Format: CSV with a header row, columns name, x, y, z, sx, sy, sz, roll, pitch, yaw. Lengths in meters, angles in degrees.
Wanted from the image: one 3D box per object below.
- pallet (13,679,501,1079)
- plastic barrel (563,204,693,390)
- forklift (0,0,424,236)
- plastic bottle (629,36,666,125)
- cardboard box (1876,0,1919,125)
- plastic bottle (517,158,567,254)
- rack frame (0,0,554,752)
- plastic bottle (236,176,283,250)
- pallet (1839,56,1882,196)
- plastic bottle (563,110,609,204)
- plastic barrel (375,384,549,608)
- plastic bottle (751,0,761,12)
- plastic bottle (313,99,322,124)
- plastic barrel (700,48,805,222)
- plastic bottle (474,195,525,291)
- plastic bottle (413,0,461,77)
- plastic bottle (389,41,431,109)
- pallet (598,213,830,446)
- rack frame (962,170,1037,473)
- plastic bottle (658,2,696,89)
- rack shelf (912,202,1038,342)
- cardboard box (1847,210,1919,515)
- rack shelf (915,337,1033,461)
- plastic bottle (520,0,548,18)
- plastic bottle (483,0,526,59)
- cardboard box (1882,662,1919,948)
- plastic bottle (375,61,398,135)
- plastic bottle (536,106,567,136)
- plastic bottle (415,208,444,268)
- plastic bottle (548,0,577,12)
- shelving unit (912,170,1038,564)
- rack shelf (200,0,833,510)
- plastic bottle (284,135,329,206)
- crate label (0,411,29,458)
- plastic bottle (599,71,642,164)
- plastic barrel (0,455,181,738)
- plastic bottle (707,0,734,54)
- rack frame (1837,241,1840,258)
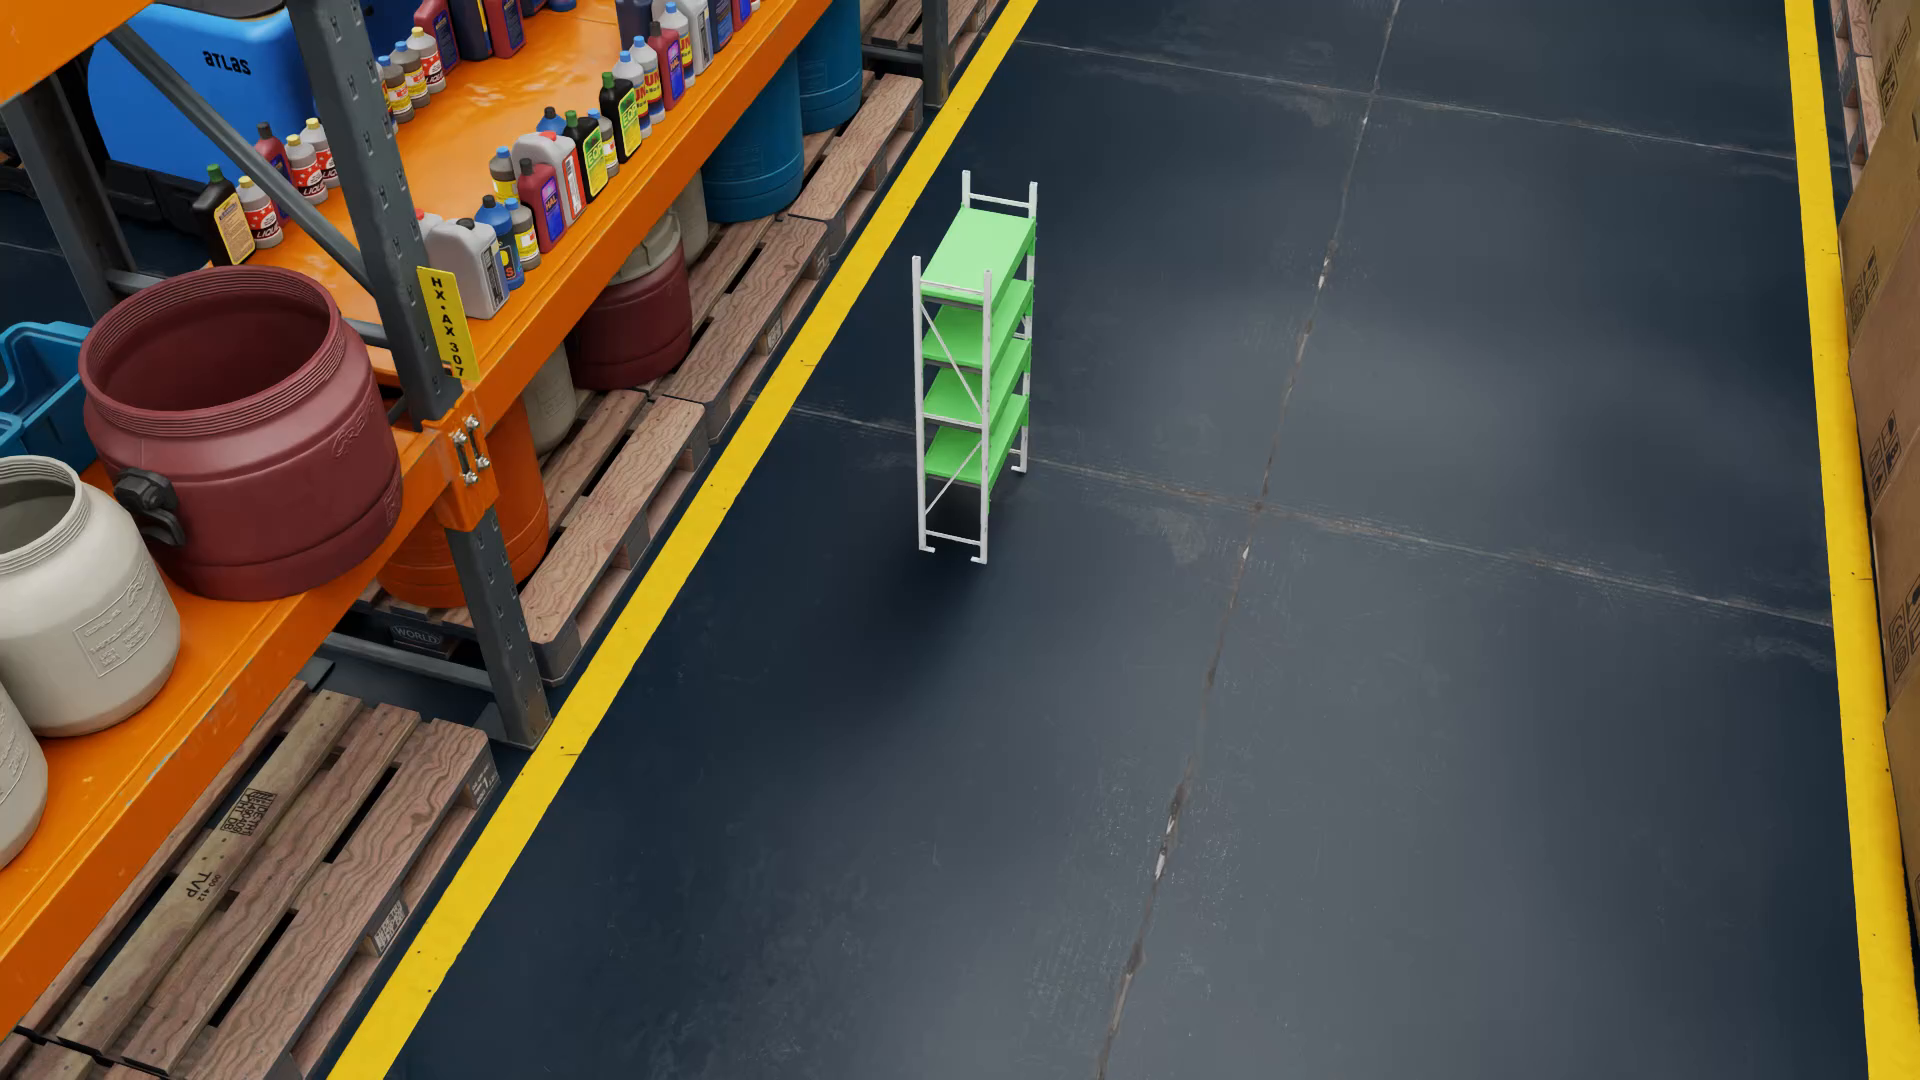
name,x,y,z,sx,sy,sz,roll,pitch,yaw
pallet,-2.031,0.934,4.645,1.003,0.211,1.213,13,46,13
plastic barrel,-1.285,-0.942,5.991,0.600,0.588,0.708,13,46,13
forklift,-3.765,-2.860,6.577,3.031,2.935,1.130,16,47,16
plastic bottle,-0.979,-1.432,5.161,0.097,0.271,0.097,0,44,0
cardboard box,4.448,-2.002,6.870,0.875,0.875,0.875,13,46,13
plastic bottle,-1.177,-0.959,4.668,0.061,0.283,0.133,13,46,13
rack frame,-1.759,-0.571,4.189,1.000,3.000,0.127,13,46,13
plastic bottle,-1.991,-0.933,4.701,0.097,0.201,0.097,0,44,0
pallet,4.477,-1.682,7.318,1.003,0.211,1.213,13,46,13
plastic bottle,-1.096,-1.137,4.851,0.061,0.283,0.133,13,46,13
plastic barrel,-1.627,-0.275,5.138,0.600,0.830,0.708,13,46,13
plastic bottle,-0.743,-1.928,5.718,0.097,0.201,0.097,0,44,0
plastic bottle,-1.862,-1.242,4.966,0.097,0.271,0.097,0,44,0
plastic barrel,-0.943,-1.806,6.651,0.600,0.901,0.708,13,46,13
plastic bottle,-1.259,-0.816,4.532,0.097,0.271,0.097,0,44,0
plastic bottle,-1.697,-1.651,5.376,0.061,0.283,0.133,13,46,13
plastic bottle,-1.744,-1.476,5.256,0.097,0.201,0.097,0,44,0
pallet,-1.189,-0.919,6.538,1.003,0.211,1.213,13,46,13
rack frame,0.124,-0.702,5.609,0.240,1.200,0.015,13,46,12
plastic bottle,-0.909,-1.586,5.318,0.097,0.271,0.097,0,44,0
rack shelf,0.050,-0.837,5.152,0.258,0.148,0.480,13,46,12
cardboard box,3.728,-0.552,5.388,1.225,0.875,0.875,11,45,11
rack shelf,0.050,-0.494,5.488,0.258,0.148,0.480,13,46,12
plastic bottle,-1.513,-1.985,5.669,0.144,0.351,0.185,13,46,13
plastic bottle,-1.504,-1.744,5.471,0.061,0.283,0.133,13,46,13
cardboard box,3.190,0.632,4.178,1.225,0.875,0.875,11,45,11
plastic bottle,-1.803,-1.371,5.099,0.097,0.271,0.097,0,44,0
plastic bottle,-1.177,-1.138,4.860,0.097,0.271,0.097,0,44,0
plastic bottle,-1.465,-0.779,4.490,0.152,0.276,0.135,13,46,13
plastic bottle,-1.385,-1.960,5.700,0.097,0.271,0.097,0,44,0
shelving unit,0.050,-0.539,5.443,0.258,1.200,0.503,13,46,12
rack shelf,-1.154,-1.647,5.803,1.077,0.370,4.000,13,46,13
plastic bottle,-1.921,-1.087,4.858,0.097,0.201,0.097,0,44,0
crate label,-2.318,0.021,3.558,0.502,0.435,0.616,13,46,13
plastic bottle,-1.026,-1.291,5.008,0.061,0.283,0.133,13,46,13
plastic barrel,-1.867,0.120,3.403,0.421,0.512,0.421,0,44,0
plastic bottle,-0.848,-1.803,5.483,0.144,0.351,0.185,13,46,13
rack frame,4.172,-2.188,5.841,1.000,3.000,0.127,13,46,13
